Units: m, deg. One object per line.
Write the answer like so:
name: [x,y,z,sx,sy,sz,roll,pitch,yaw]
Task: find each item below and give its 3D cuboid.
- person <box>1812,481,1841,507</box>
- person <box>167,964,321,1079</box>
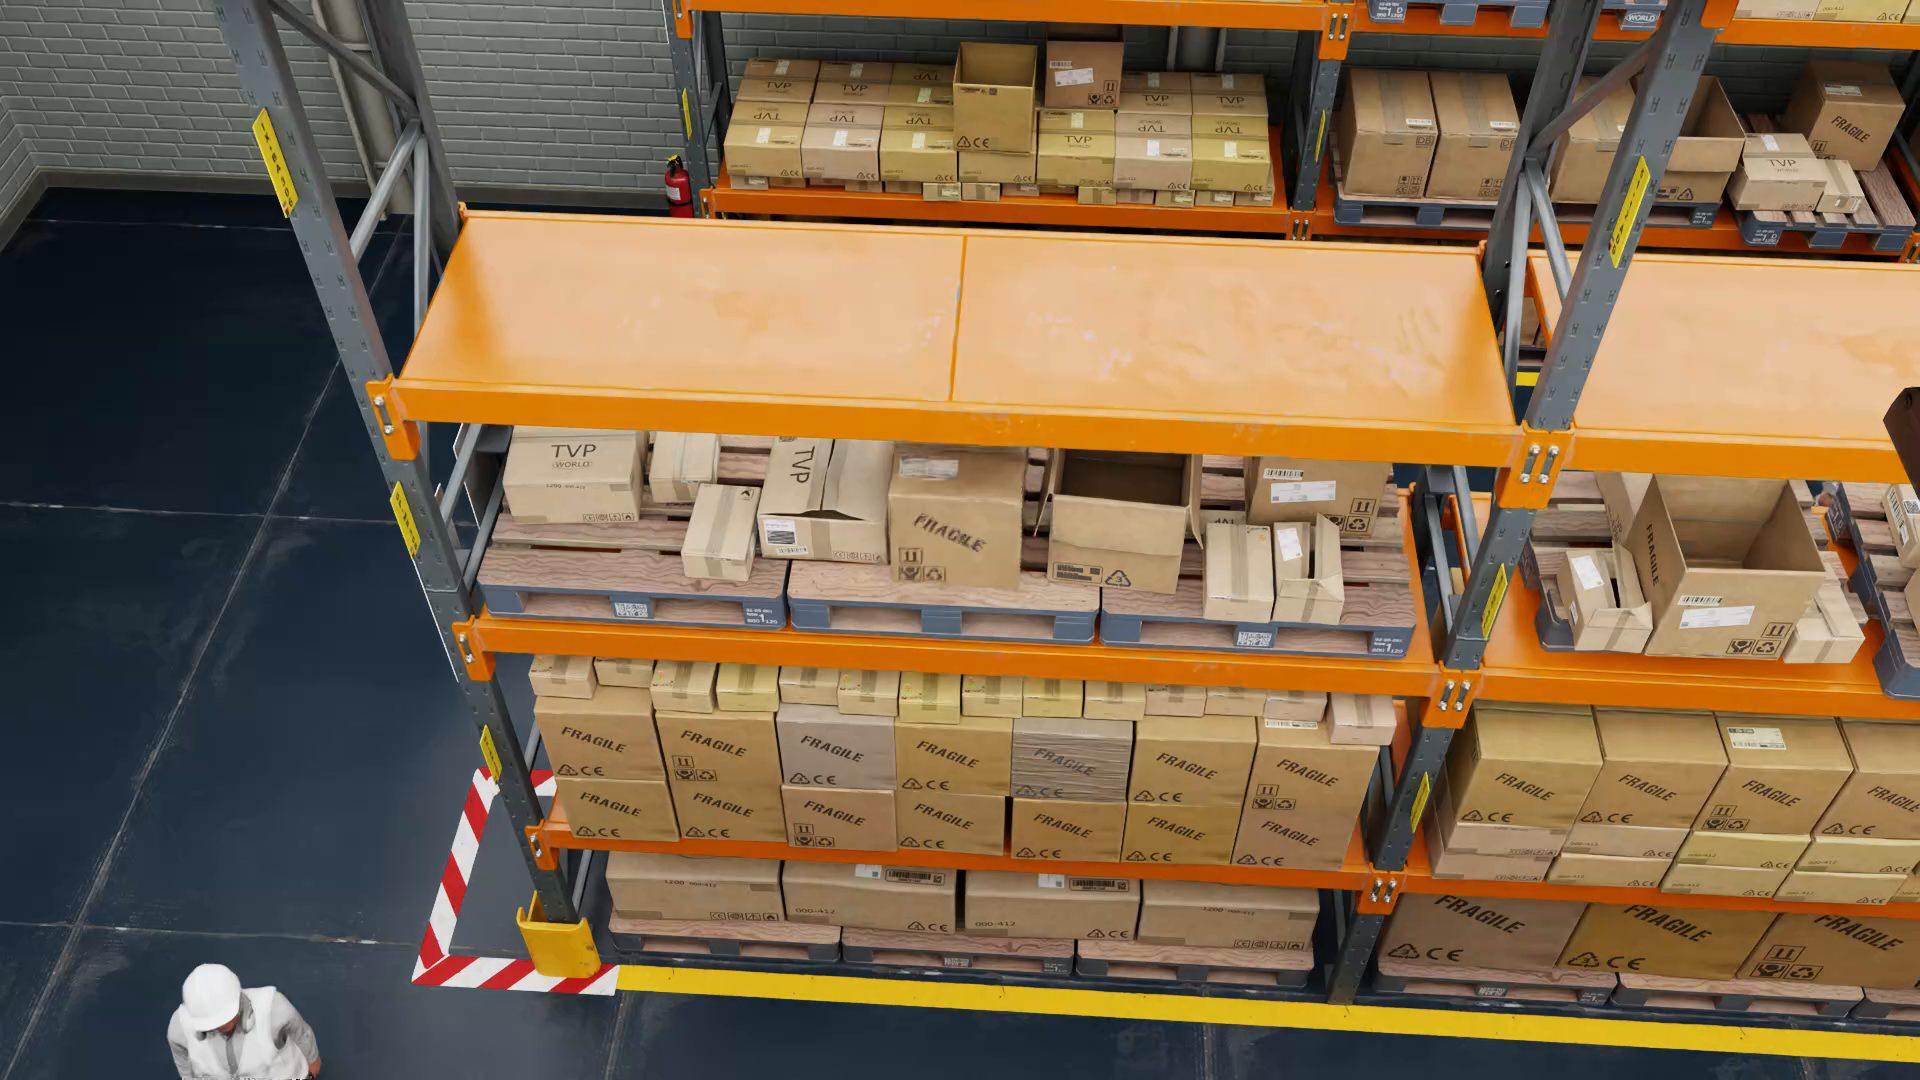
person: [4.915,0.190,9.509,0.712,1.590,0.581,3,48,3]
person: [-3.132,2.361,7.427,0.565,1.756,0.855,-11,49,-10]
